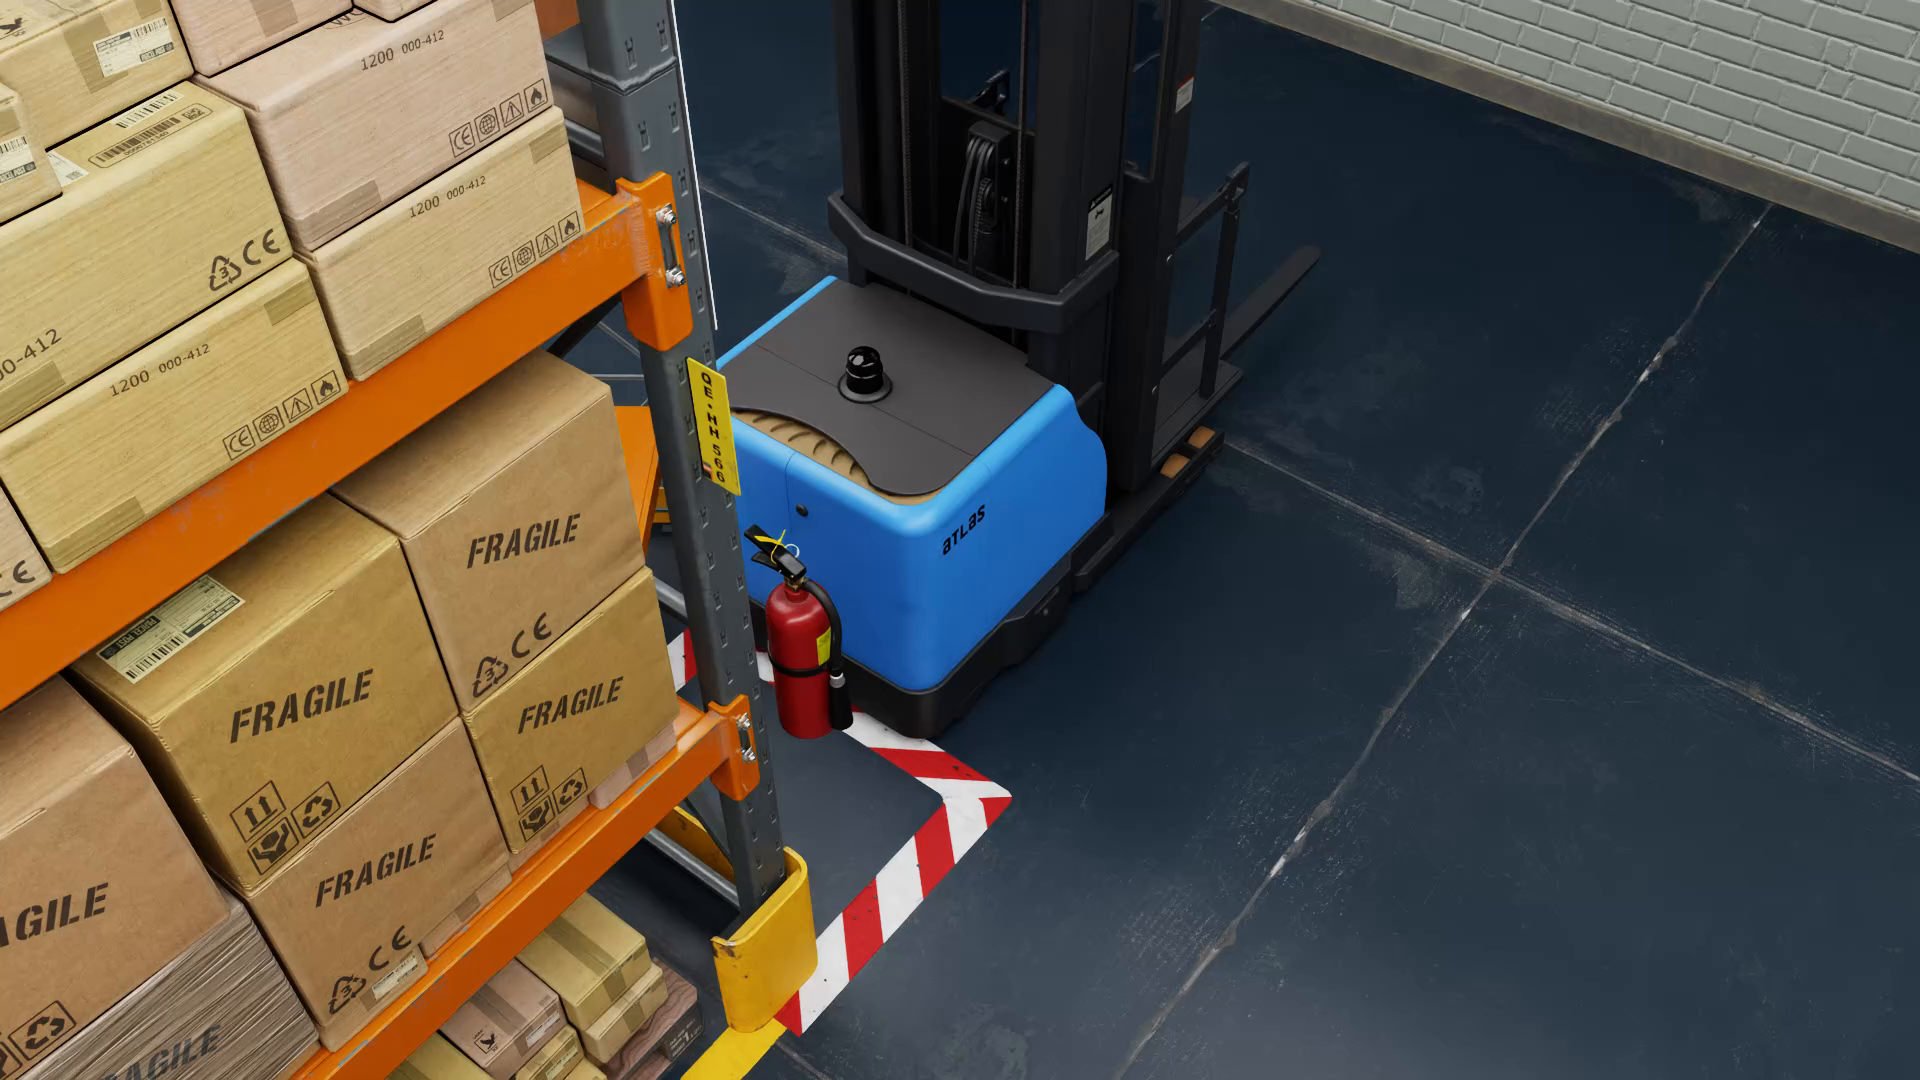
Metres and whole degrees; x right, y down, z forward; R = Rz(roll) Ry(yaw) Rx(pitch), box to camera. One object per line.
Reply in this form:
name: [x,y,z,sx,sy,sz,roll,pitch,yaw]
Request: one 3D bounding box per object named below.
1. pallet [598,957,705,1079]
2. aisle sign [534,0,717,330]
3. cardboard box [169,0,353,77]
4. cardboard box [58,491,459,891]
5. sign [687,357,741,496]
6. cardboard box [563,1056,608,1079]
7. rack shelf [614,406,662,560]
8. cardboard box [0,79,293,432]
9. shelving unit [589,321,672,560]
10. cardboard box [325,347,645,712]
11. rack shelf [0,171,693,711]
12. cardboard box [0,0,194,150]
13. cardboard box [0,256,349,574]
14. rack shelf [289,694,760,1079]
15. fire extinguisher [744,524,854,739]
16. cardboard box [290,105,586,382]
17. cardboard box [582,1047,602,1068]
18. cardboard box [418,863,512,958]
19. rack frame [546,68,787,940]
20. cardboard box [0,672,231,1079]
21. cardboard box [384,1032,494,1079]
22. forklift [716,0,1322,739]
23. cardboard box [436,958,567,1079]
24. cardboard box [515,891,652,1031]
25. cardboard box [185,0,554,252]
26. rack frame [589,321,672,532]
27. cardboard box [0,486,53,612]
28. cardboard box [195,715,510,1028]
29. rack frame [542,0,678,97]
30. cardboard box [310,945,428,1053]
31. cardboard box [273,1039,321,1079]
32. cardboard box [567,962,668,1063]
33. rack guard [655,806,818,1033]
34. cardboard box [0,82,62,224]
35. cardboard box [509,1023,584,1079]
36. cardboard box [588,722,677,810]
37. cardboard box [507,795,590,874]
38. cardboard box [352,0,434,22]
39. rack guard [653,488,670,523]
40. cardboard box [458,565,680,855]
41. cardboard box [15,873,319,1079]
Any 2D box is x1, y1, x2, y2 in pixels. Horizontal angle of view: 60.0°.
pallet: [-1.495,1.483,4.687,1.003,0.211,1.213,29,53,25]
aisle sign: [-0.642,-0.780,3.123,0.394,0.787,0.004,29,53,25]
cardboard box: [-1.106,-0.840,2.386,0.380,0.149,0.250,30,53,25]
cardboard box: [-1.317,0.206,3.012,0.500,0.500,0.500,27,52,24]
sign: [-0.497,-0.225,3.371,0.100,0.325,0.005,29,53,25]
cardboard box: [-1.158,1.452,4.469,0.380,0.149,0.250,31,54,26]
rack shelf: [-1.269,-0.068,5.526,0.538,0.185,1.000,0,46,0]
cardboard box: [-1.316,-0.461,2.299,0.500,0.250,0.500,28,52,24]
shelving unit: [-1.269,-0.198,5.402,0.587,1.500,1.083,0,46,0]
cardboard box: [-1.007,-0.084,3.289,0.500,0.500,0.500,28,52,24]
rack shelf: [-2.147,0.384,2.232,1.077,0.370,4.000,29,53,25]
cardboard box: [-1.280,-0.702,2.254,0.380,0.149,0.250,28,52,24]
cardboard box: [-1.299,-0.285,2.477,0.500,0.250,0.500,29,53,25]
rack shelf: [-2.147,1.420,3.317,1.077,0.370,4.000,29,53,25]
fire extinguisher: [-0.405,0.243,4.255,0.296,0.674,0.183,29,53,25]
cardboard box: [-0.993,-0.580,2.759,0.500,0.250,0.500,28,52,24]
cardboard box: [-1.081,1.260,4.653,0.380,0.149,0.250,30,53,26]
cardboard box: [-1.223,0.701,3.679,0.380,0.149,0.250,29,53,25]
rack frame: [-0.924,0.027,4.150,1.000,3.000,0.127,29,53,25]
cardboard box: [-1.628,0.508,2.724,0.500,0.500,0.500,32,54,27]
cardboard box: [-1.304,1.399,4.109,0.380,0.149,0.250,28,52,24]
forklift: [0.376,-1.374,5.535,1.130,2.935,3.031,29,53,25]
cardboard box: [-1.246,1.195,4.304,0.380,0.149,0.250,30,53,26]
cardboard box: [-1.047,1.076,4.417,0.380,0.149,0.250,30,53,25]
cardboard box: [-1.005,-0.754,2.579,0.500,0.250,0.500,28,52,24]
rack frame: [-1.264,-0.559,5.747,0.500,1.500,0.032,0,46,0]
cardboard box: [-1.613,-0.007,2.211,0.500,0.250,0.500,31,54,26]
cardboard box: [-1.314,0.553,3.372,0.500,0.500,0.500,28,53,24]
rack frame: [-0.924,-2.045,1.980,1.000,3.000,0.127,29,53,25]
cardboard box: [-1.361,0.858,3.530,0.380,0.149,0.250,31,54,26]
cardboard box: [-1.545,0.995,3.398,0.380,0.149,0.250,27,52,23]
cardboard box: [-1.021,1.192,4.512,0.380,0.149,0.250,28,52,24]
rack guard: [-0.971,0.934,5.012,1.175,0.500,0.348,29,53,25]
cardboard box: [-1.355,-0.503,2.064,0.380,0.149,0.250,30,53,26]
cardboard box: [-1.224,1.318,4.392,0.380,0.149,0.250,28,52,24]
cardboard box: [-0.900,0.425,3.943,0.380,0.149,0.250,29,53,25]
cardboard box: [-1.082,0.551,3.823,0.380,0.149,0.250,29,53,25]
cardboard box: [-0.895,-0.947,2.488,0.380,0.149,0.250,29,53,25]
rack guard: [-1.264,-0.127,6.198,0.587,0.250,0.087,0,46,0]
cardboard box: [-0.995,0.261,3.652,0.500,0.500,0.500,30,53,26]
cardboard box: [-1.617,0.848,3.091,0.500,0.500,0.500,29,53,25]
